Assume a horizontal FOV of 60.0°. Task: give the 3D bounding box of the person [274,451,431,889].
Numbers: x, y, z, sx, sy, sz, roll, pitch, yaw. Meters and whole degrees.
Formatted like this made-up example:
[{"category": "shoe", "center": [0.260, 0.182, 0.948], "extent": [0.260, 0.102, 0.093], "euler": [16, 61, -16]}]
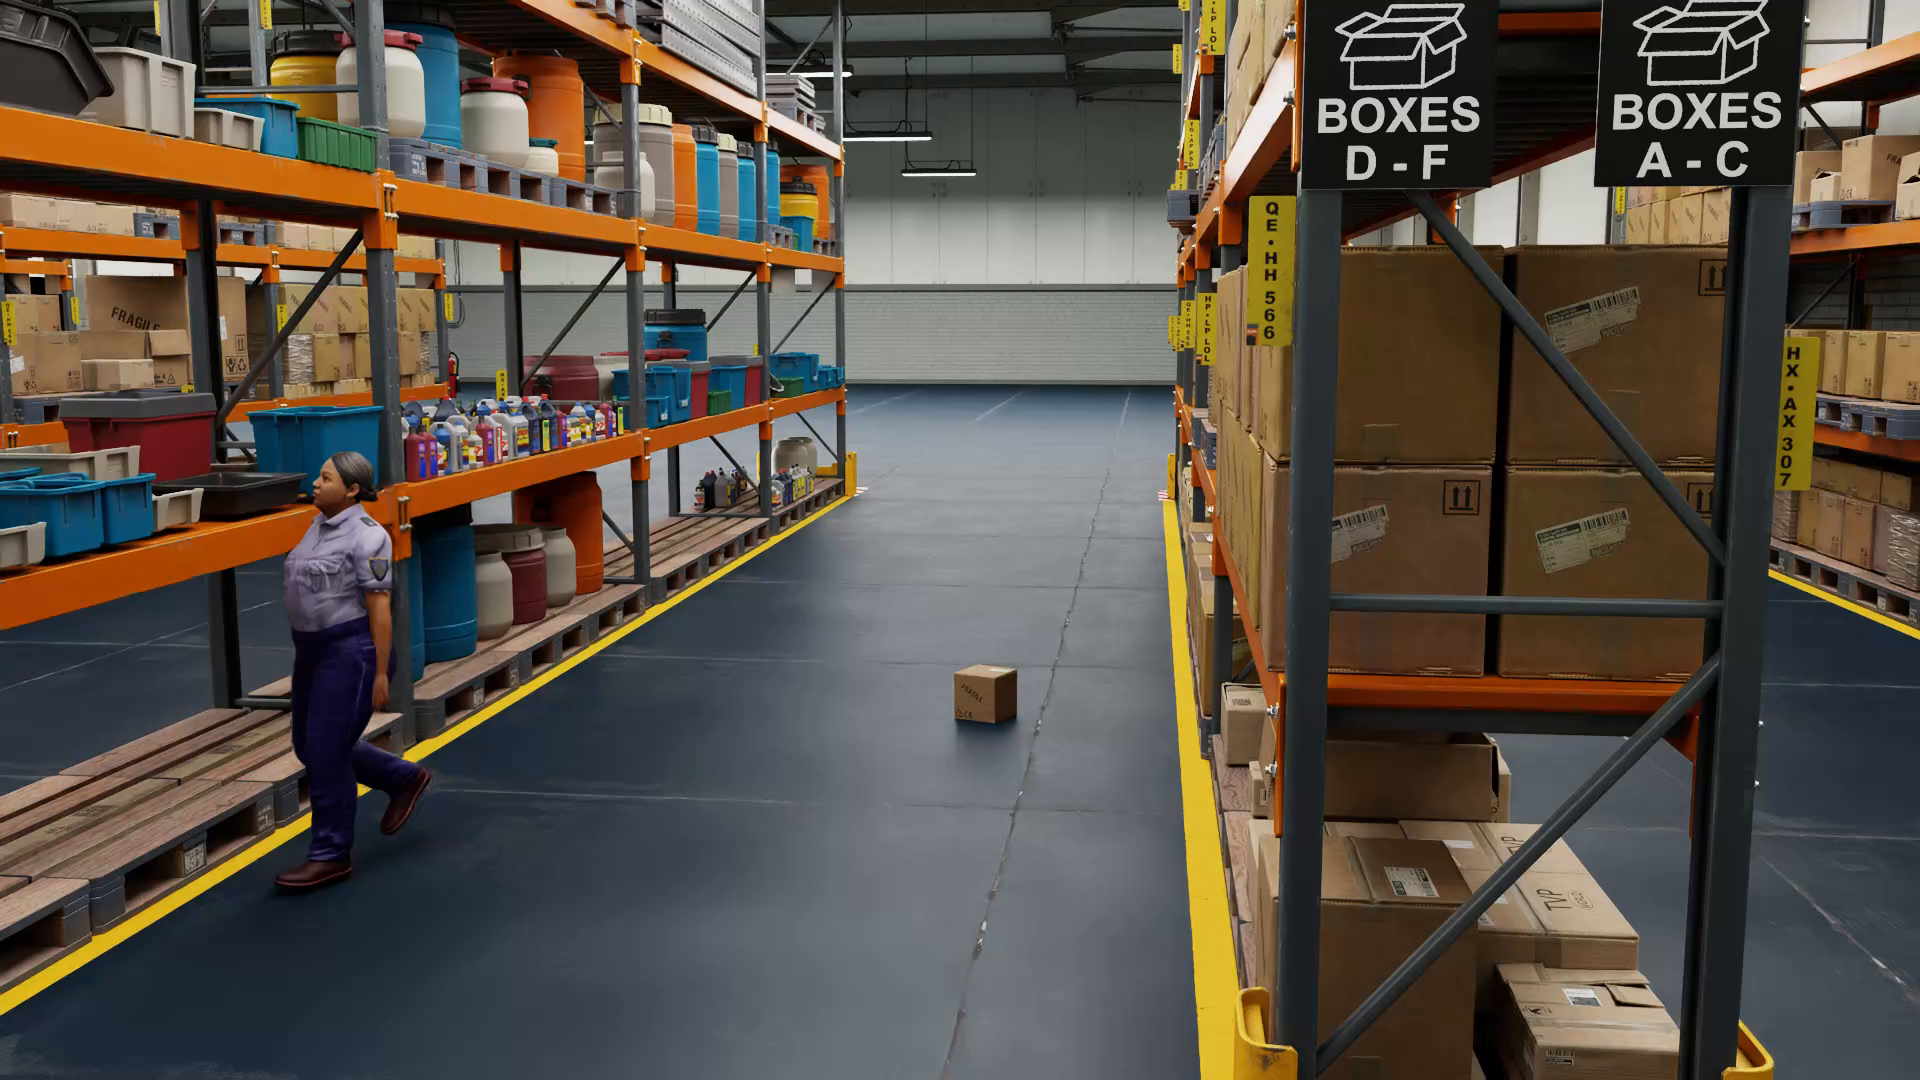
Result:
[{"category": "person", "center": [-2.344, 0.461, 6.394], "extent": [0.486, 1.613, 0.757], "euler": [7, 10, 41]}]
